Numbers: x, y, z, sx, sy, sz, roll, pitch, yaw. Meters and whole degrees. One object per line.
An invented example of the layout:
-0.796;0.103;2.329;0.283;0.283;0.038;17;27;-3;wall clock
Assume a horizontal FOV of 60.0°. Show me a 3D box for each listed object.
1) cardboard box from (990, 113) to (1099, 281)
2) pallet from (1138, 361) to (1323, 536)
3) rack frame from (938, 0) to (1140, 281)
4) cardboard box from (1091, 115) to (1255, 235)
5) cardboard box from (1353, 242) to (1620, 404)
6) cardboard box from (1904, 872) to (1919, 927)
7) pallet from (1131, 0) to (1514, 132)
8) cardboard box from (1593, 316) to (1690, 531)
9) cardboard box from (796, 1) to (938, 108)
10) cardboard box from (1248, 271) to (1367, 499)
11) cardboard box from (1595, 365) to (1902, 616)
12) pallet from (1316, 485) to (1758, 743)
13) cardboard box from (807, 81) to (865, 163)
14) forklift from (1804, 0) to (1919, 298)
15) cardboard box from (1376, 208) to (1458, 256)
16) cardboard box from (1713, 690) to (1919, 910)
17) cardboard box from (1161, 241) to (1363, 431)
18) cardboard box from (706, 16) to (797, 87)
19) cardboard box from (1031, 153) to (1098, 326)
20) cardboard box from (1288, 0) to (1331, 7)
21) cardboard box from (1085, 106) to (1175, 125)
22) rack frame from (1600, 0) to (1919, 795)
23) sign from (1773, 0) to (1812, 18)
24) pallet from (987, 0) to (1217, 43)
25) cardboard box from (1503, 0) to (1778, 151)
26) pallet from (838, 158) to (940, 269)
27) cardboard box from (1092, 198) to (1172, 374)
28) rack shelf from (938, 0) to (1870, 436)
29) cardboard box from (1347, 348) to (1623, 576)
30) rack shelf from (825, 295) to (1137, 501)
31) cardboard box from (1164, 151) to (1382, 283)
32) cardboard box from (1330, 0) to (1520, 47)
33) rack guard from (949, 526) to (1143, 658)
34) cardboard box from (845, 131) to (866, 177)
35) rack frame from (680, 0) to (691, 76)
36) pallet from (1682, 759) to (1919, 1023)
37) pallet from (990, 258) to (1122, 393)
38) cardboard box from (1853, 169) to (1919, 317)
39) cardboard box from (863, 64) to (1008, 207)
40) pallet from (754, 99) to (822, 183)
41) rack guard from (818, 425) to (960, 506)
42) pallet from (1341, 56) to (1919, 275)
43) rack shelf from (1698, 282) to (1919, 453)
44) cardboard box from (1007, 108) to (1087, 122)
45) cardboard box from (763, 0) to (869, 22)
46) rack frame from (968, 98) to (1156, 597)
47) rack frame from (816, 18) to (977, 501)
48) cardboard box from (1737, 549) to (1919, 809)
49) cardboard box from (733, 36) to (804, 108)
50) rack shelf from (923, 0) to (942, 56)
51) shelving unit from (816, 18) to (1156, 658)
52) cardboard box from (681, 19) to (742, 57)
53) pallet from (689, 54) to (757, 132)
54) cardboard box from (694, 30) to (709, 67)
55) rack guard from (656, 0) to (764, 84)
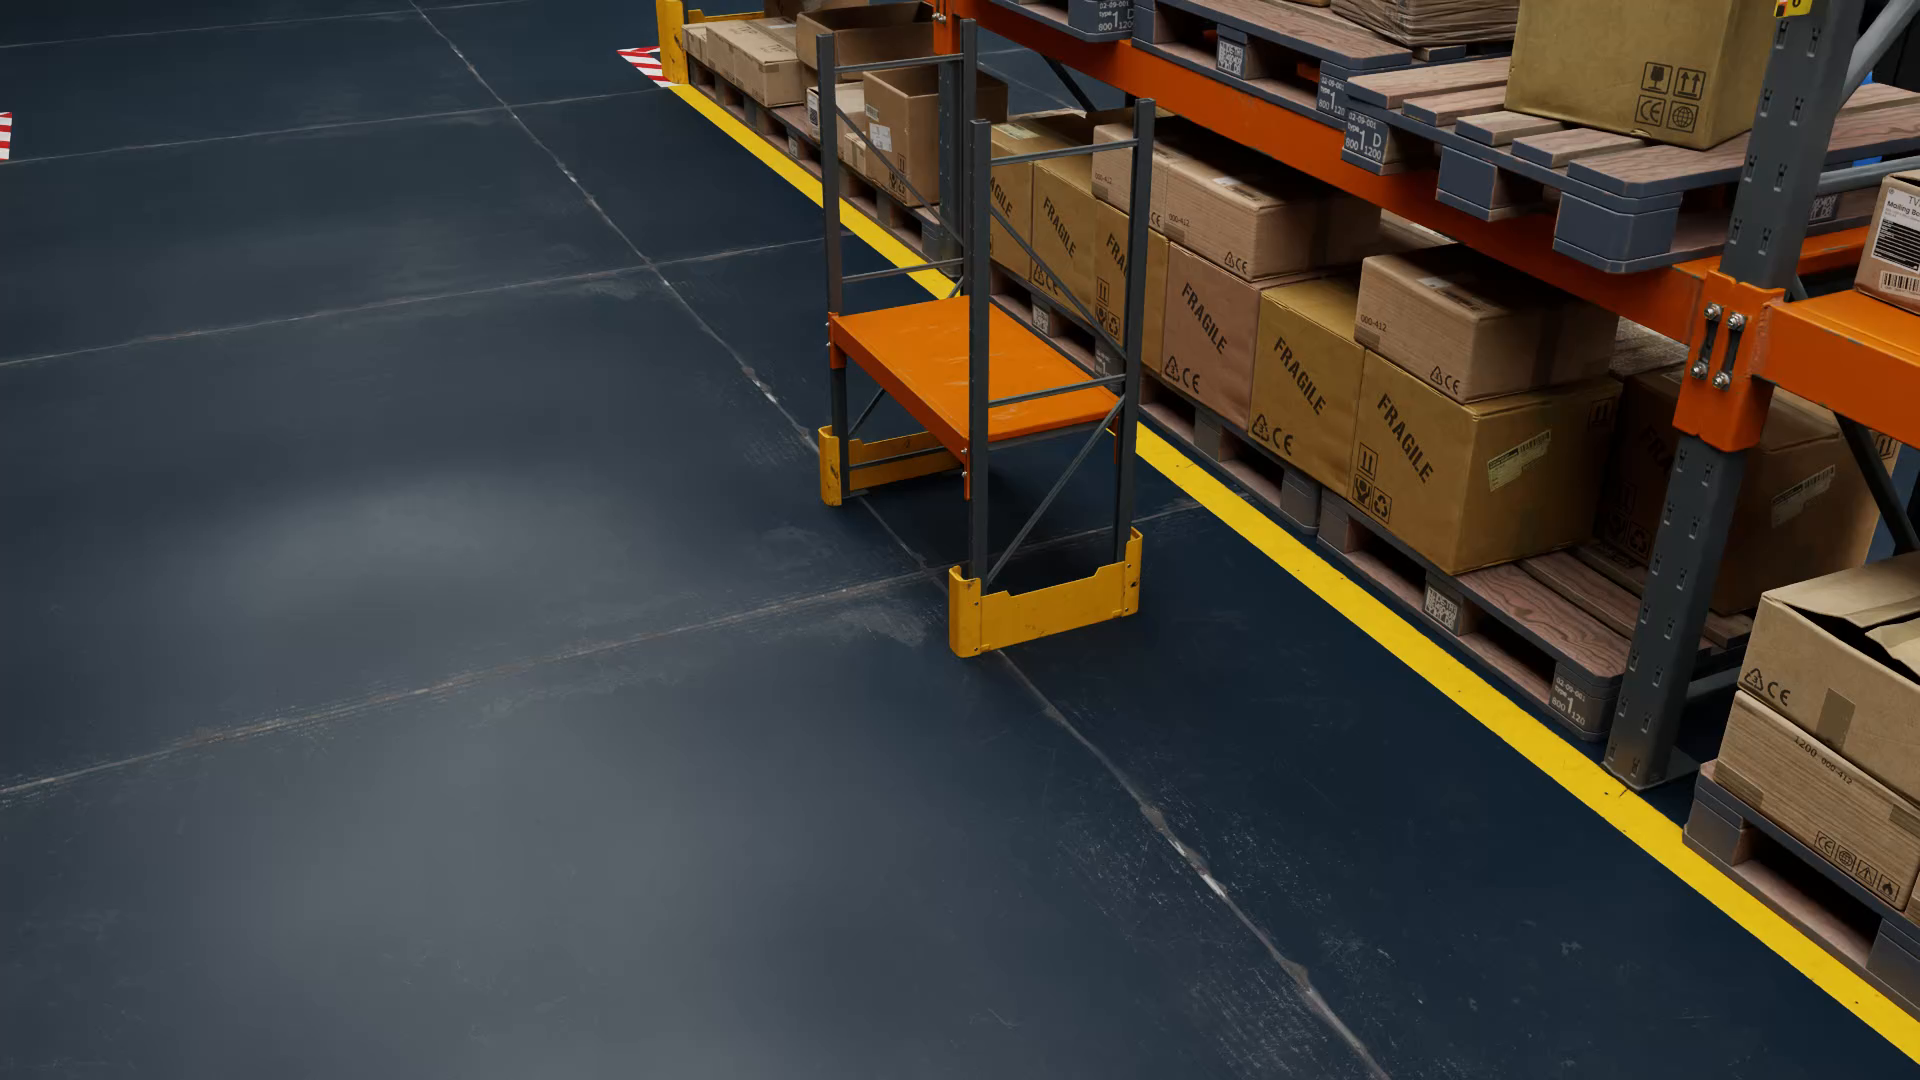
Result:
0.374;-1.412;6.807;0.500;0.500;0.500;-15;32;-24;cardboard box
1.297;-0.468;5.869;1.003;0.211;1.213;-13;32;-22;pallet
0.386;-2.575;6.776;1.000;3.000;0.127;-13;32;-22;rack frame
0.803;-1.298;5.836;0.500;0.250;0.500;-13;32;-22;cardboard box
1.462;-0.625;4.637;0.500;0.250;0.500;-12;31;-20;cardboard box
2.279;0.723;3.276;0.500;0.250;0.500;-14;32;-23;cardboard box
1.264;-1.583;5.202;1.003;0.211;1.213;-13;32;-22;pallet
1.936;-0.401;5.005;0.500;0.500;0.500;-14;32;-24;cardboard box
-0.425;-2.507;8.757;0.797;0.503;0.637;-13;32;-22;cardboard box
1.268;-0.503;5.185;0.500;0.500;0.500;-14;32;-24;cardboard box
2.166;-0.171;4.594;0.500;0.500;0.500;-12;31;-20;cardboard box
1.817;0.070;4.909;1.003;0.211;1.213;-13;32;-22;pallet
-0.437;-2.118;8.259;0.500;0.311;0.500;-13;32;-22;cardboard box
4.216;-2.268;6.299;3.031;2.935;1.130;7;30;12;forklift
1.497;-0.853;5.811;0.500;0.500;0.500;-14;32;-24;cardboard box
2.063;0.501;3.672;0.500;0.250;0.500;-13;32;-22;cardboard box
1.037;-0.733;5.596;0.500;0.500;0.500;-14;32;-24;cardboard box
-1.139;-2.814;9.563;0.500;0.250;0.500;-13;32;-22;cardboard box
0.613;-1.179;6.391;0.500;0.500;0.500;-13;32;-21;cardboard box
1.200;-2.035;5.280;0.700;0.500;0.500;-22;36;-34;cardboard box
0.857;-1.519;6.998;0.500;0.500;0.500;-13;32;-22;cardboard box
2.103;-0.808;3.625;1.000;3.000;0.127;-13;32;-22;rack frame
1.617;-1.161;3.150;0.100;0.325;0.005;-13;32;-22;sign
0.630;-2.116;6.153;1.003;0.211;1.213;-13;32;-22;pallet
1.731;-1.290;3.952;0.700;0.500;0.500;-26;38;-38;cardboard box
0.092;-1.663;7.999;1.003;0.211;1.213;-13;32;-22;pallet
0.820;-0.957;5.995;0.500;0.500;0.500;-13;32;-21;cardboard box
1.245;-1.378;5.376;1.077;0.370;4.000;-13;32;-22;rack shelf
1.490;-0.274;4.778;0.500;0.500;0.500;-12;31;-20;cardboard box
0.037;-0.460;4.904;0.538;0.185;1.000;-13;32;-22;rack shelf
1.019;-1.076;5.441;0.500;0.250;0.500;-14;32;-23;cardboard box
1.511;-1.734;4.744;0.700;0.500;0.500;-7;30;-13;cardboard box
0.247;0.145;4.736;0.587;0.250;0.087;-13;32;-22;rack guard
-0.330;-1.869;7.981;0.380;0.149;0.250;-13;32;-22;cardboard box
-1.331;-4.342;9.927;1.000;3.000;0.127;-13;32;-22;rack frame
2.421;0.780;3.644;1.003;0.211;1.213;-13;32;-22;pallet
0.769;-1.008;6.831;1.003;0.211;1.213;-13;32;-22;pallet
2.220;-0.600;3.344;0.500;0.311;0.500;-11;31;-19;cardboard box
-0.115;-1.869;7.622;0.500;0.500;0.500;-13;32;-22;cardboard box
-0.436;-2.202;8.962;1.003;0.211;1.213;-13;32;-22;pallet
-0.181;-0.295;5.521;0.587;0.250;0.087;-13;32;-22;rack guard
1.749;-1.009;4.179;1.213;0.211;1.003;-13;32;-22;pallet
2.962;0.389;2.225;1.077;0.370;4.000;-13;32;-22;rack shelf
0.401;-1.825;7.738;0.500;0.311;0.500;-13;32;-22;cardboard box
-0.875;-3.255;10.095;0.500;0.500;0.500;-13;32;-22;cardboard box
0.255;-0.392;4.416;0.500;1.500;0.032;-13;32;-22;rack frame
-0.182;-0.841;5.216;0.500;1.500;0.032;-13;32;-22;rack frame
2.063;0.256;3.535;0.500;0.311;0.500;-12;31;-20;cardboard box
-0.925;-2.593;9.170;0.500;0.250;0.500;-13;32;-22;cardboard box
-0.473;-3.145;8.527;1.077;0.370;4.000;-13;32;-22;rack shelf
0.033;-0.620;4.823;0.587;1.500;1.083;-13;32;-22;shelving unit
-1.462;-3.034;10.058;0.380;0.149;0.250;-13;32;-22;cardboard box
-0.955;-2.740;9.922;1.003;0.211;1.213;-13;32;-22;pallet
-1.355;-2.931;9.857;0.380;0.166;0.250;-13;32;-22;cardboard box
-1.299;-3.218;10.478;1.175;0.500;0.348;-13;32;-22;rack guard
